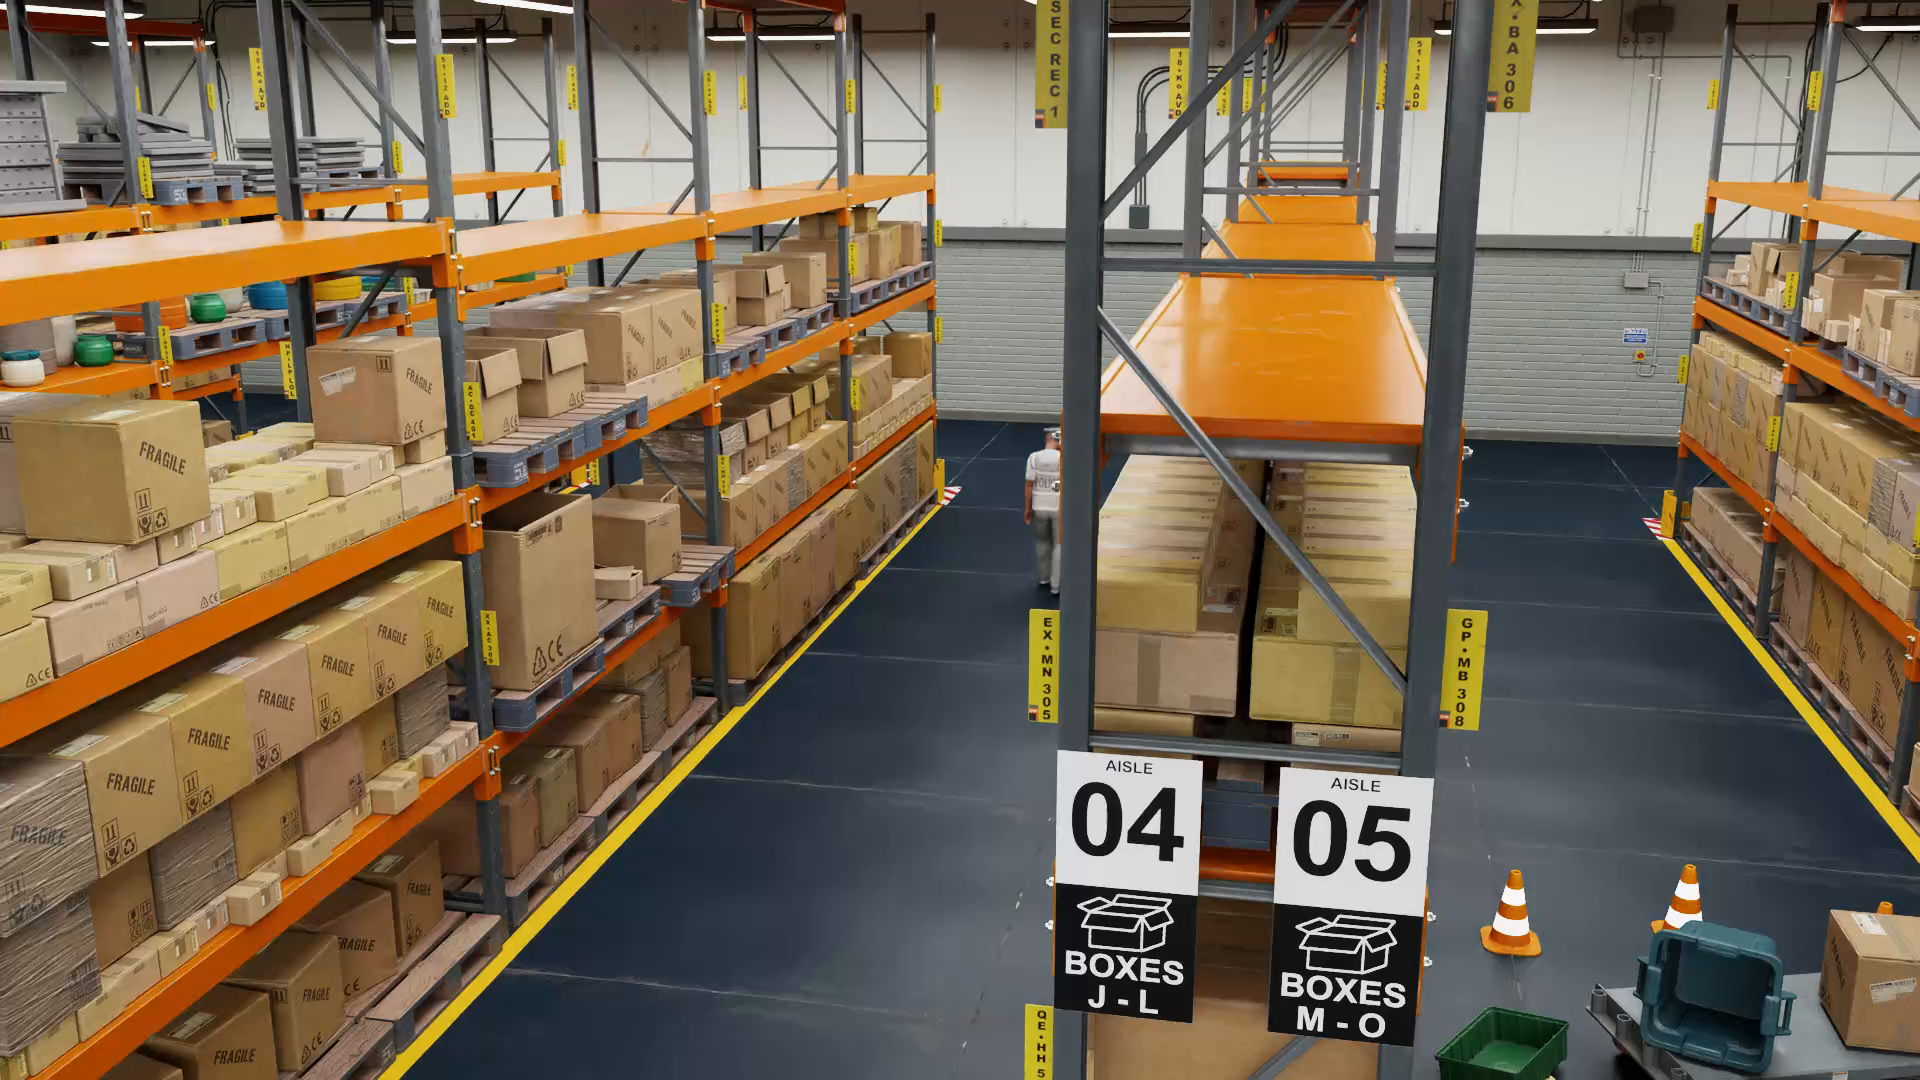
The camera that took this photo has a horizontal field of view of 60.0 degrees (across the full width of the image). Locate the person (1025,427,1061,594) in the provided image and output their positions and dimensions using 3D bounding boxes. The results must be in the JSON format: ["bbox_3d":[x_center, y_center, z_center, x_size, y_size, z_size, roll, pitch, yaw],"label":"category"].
[{"bbox_3d":[0.983,-0.335,17.293,0.568,1.727,0.736,5,15,19],"label":"person"}]
